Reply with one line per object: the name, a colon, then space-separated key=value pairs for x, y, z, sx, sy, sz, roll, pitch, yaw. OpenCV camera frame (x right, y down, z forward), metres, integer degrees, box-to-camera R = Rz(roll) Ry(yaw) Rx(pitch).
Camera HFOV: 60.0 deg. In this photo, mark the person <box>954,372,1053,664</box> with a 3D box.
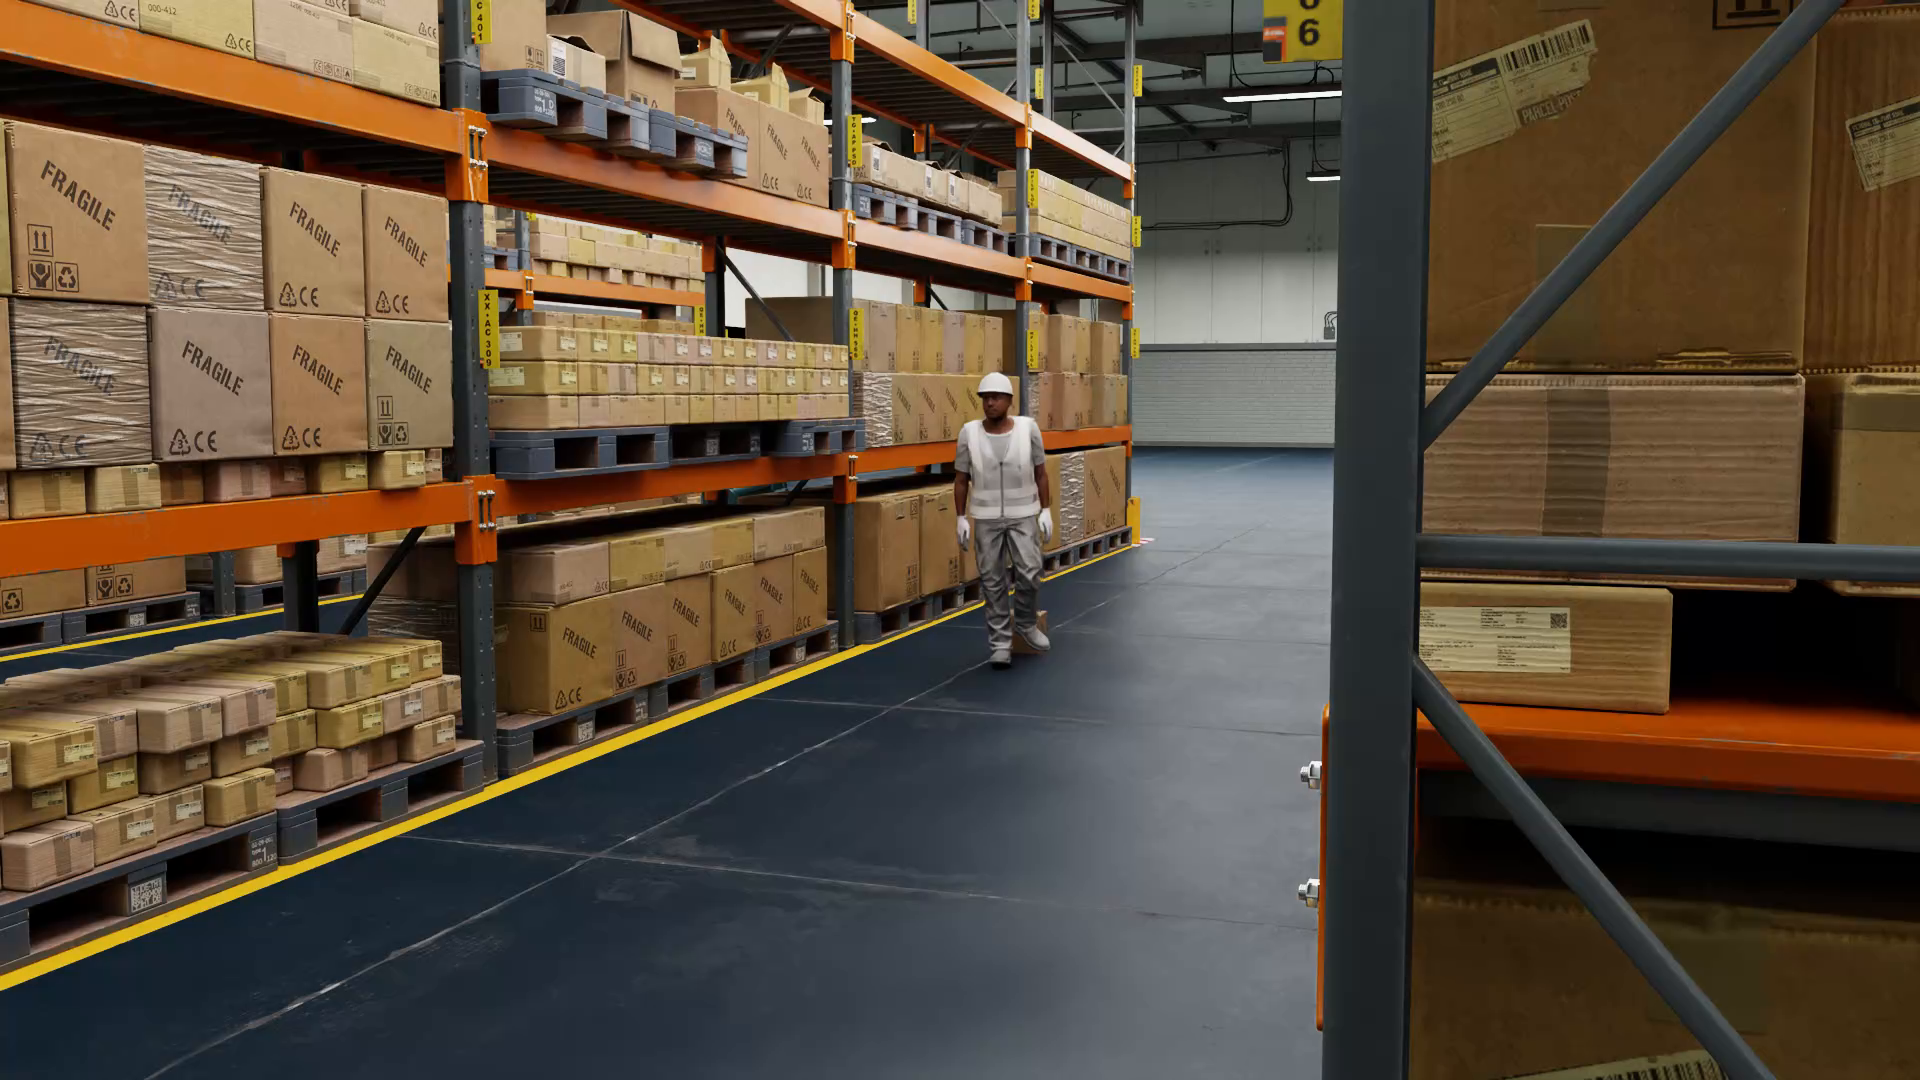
person: x=0.264 y=-0.124 z=10.091 sx=0.600 sy=1.776 sz=0.519 roll=0 pitch=5 yaw=5
